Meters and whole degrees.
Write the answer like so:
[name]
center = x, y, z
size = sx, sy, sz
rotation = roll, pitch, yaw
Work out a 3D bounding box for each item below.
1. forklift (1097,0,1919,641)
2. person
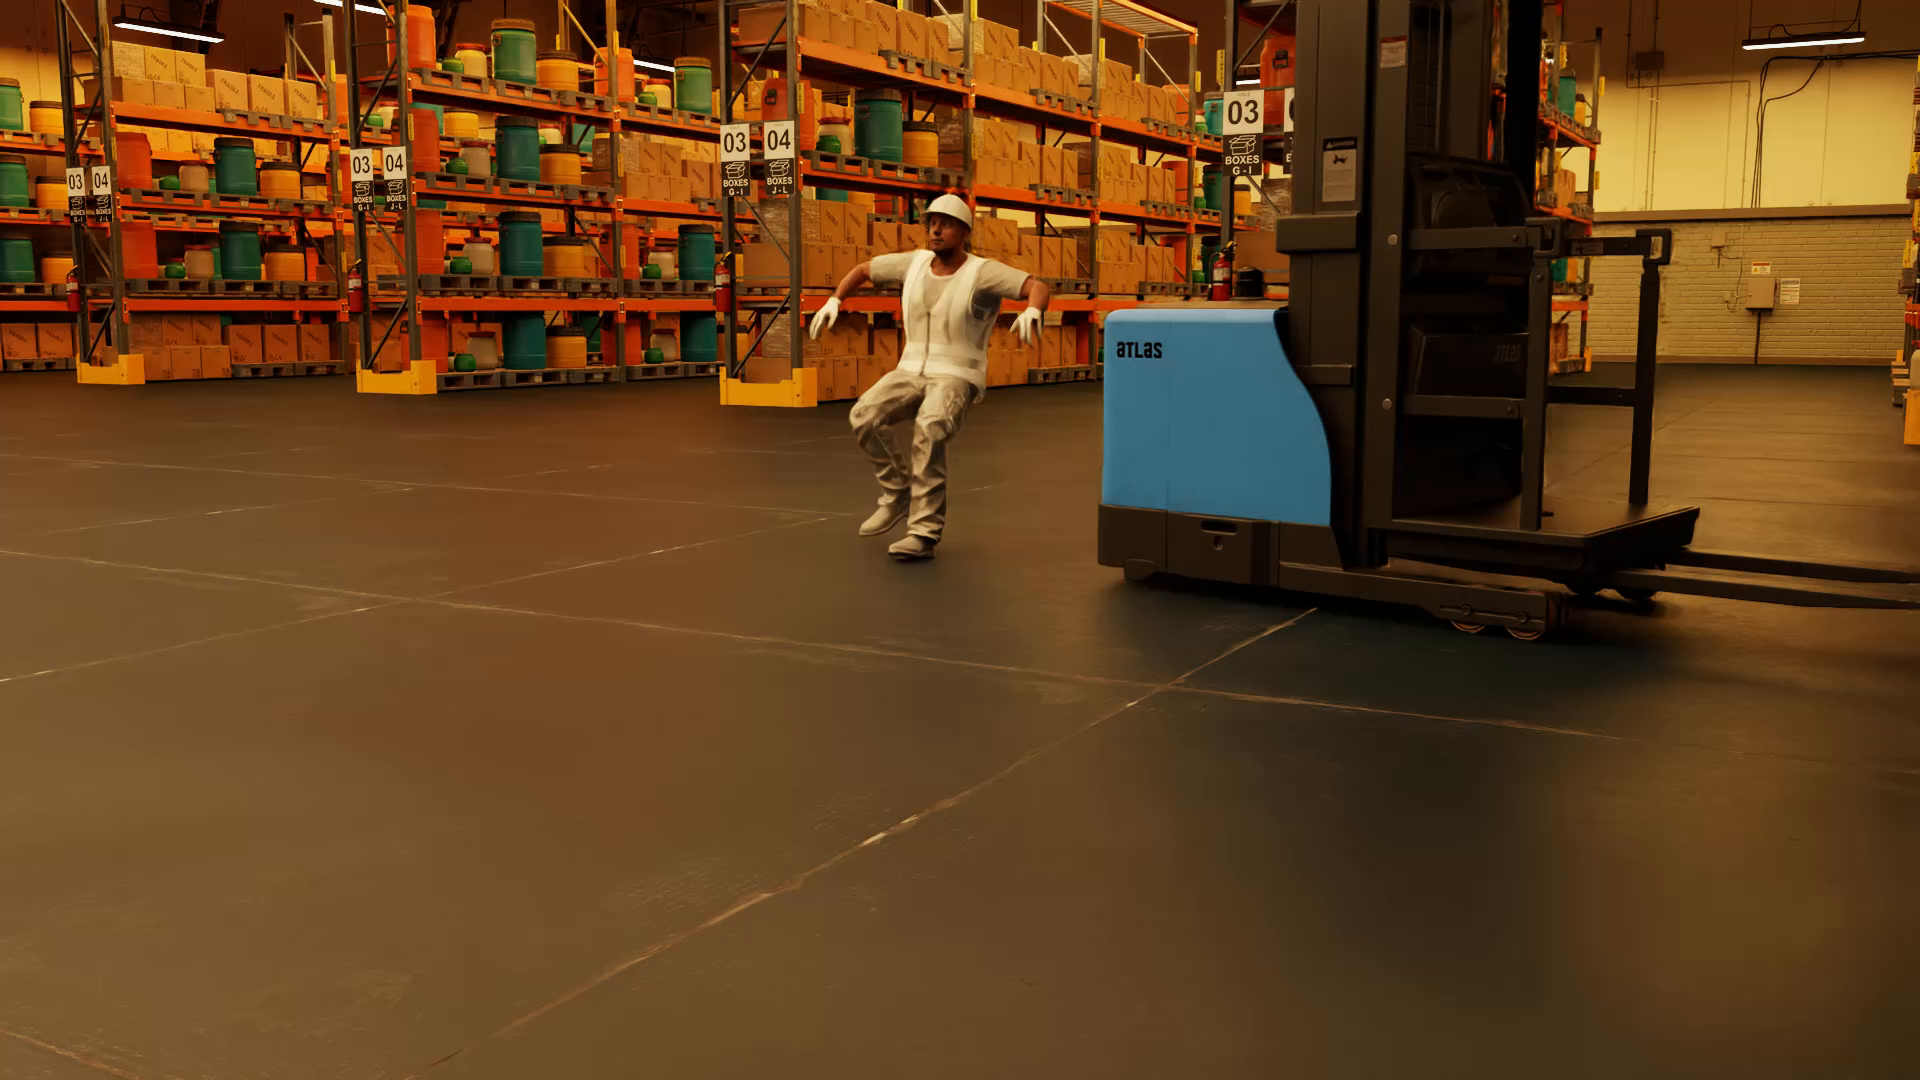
[forklift]
center = 1.988, -1.204, 5.817
size = 3.031, 2.935, 1.130
rotation = 7, 10, 41
[person]
center = -0.173, -0.736, 7.373
size = 1.234, 1.593, 0.857
rotation = 4, 9, 28
